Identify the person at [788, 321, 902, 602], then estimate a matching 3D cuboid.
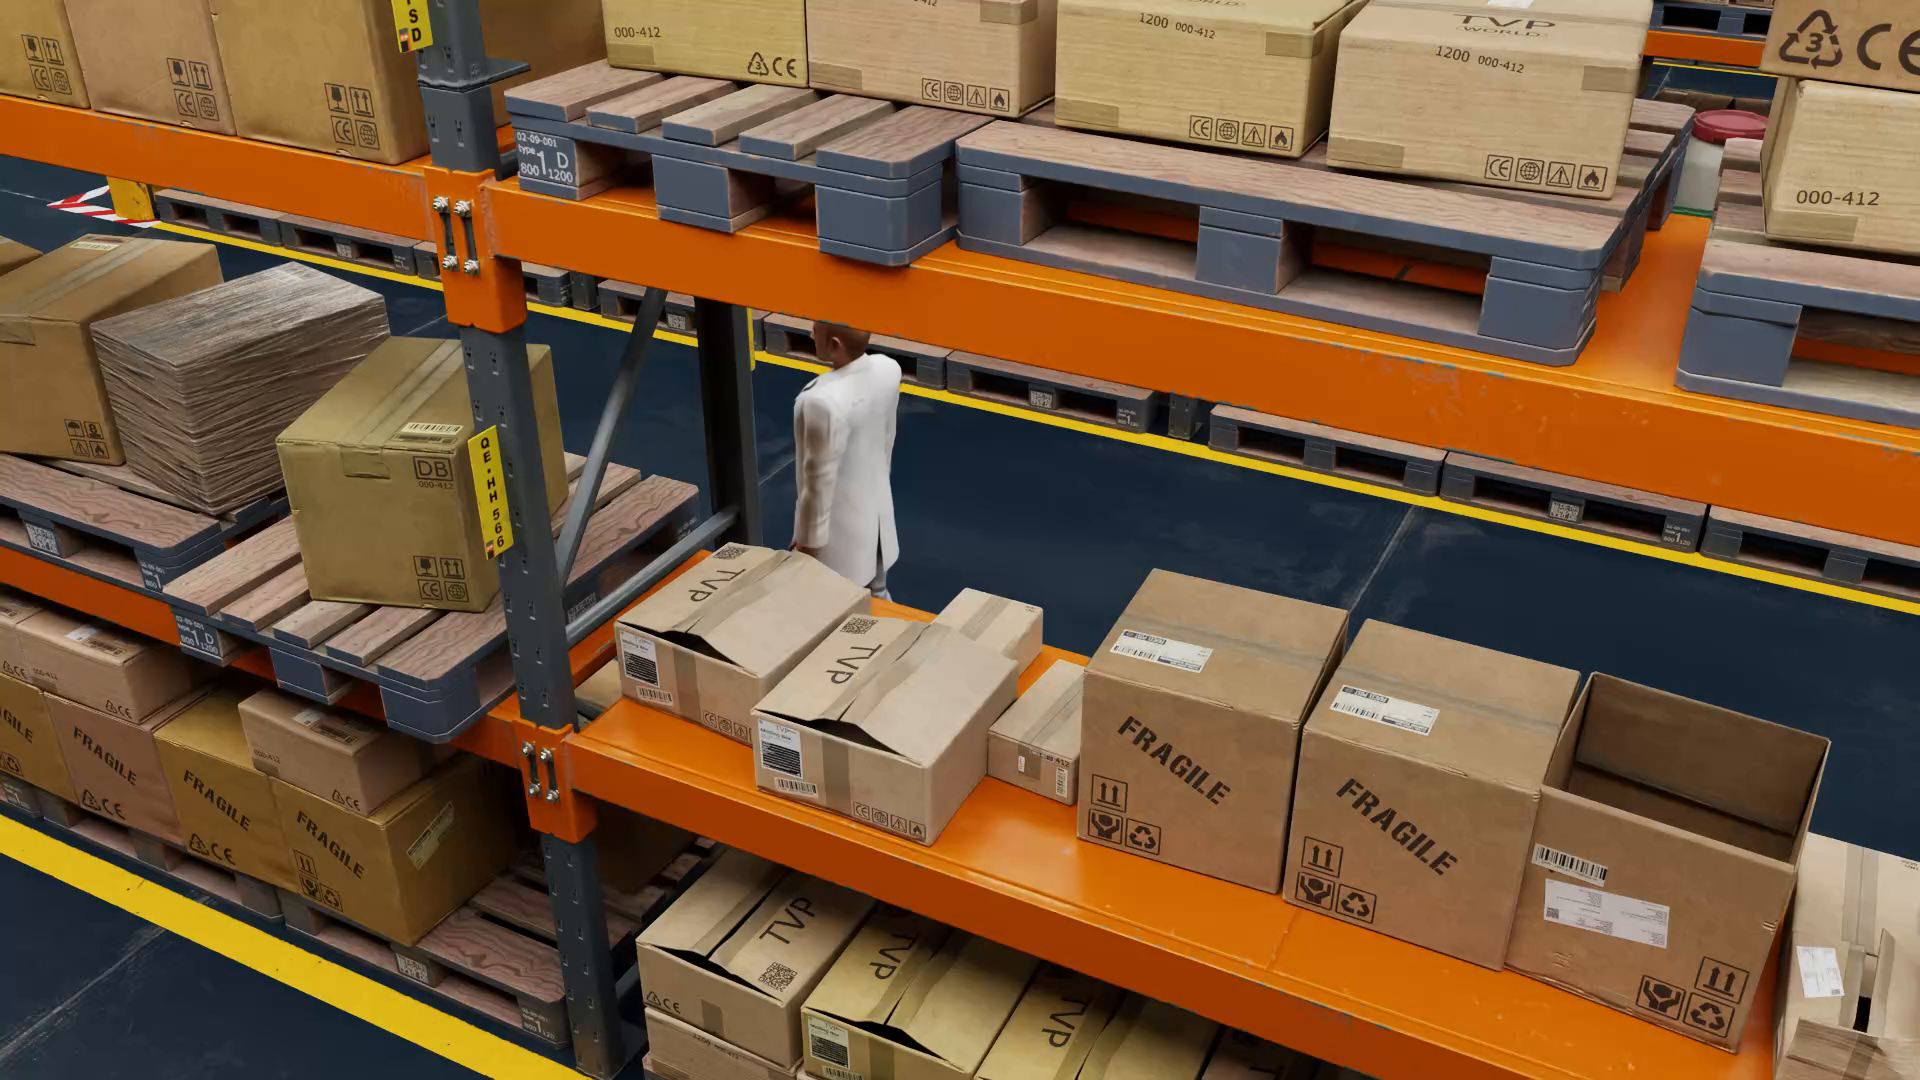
[{"bbox_3d":[-0.451,-0.082,6.290,0.385,1.780,0.561,15,33,25],"label":"person"}]
